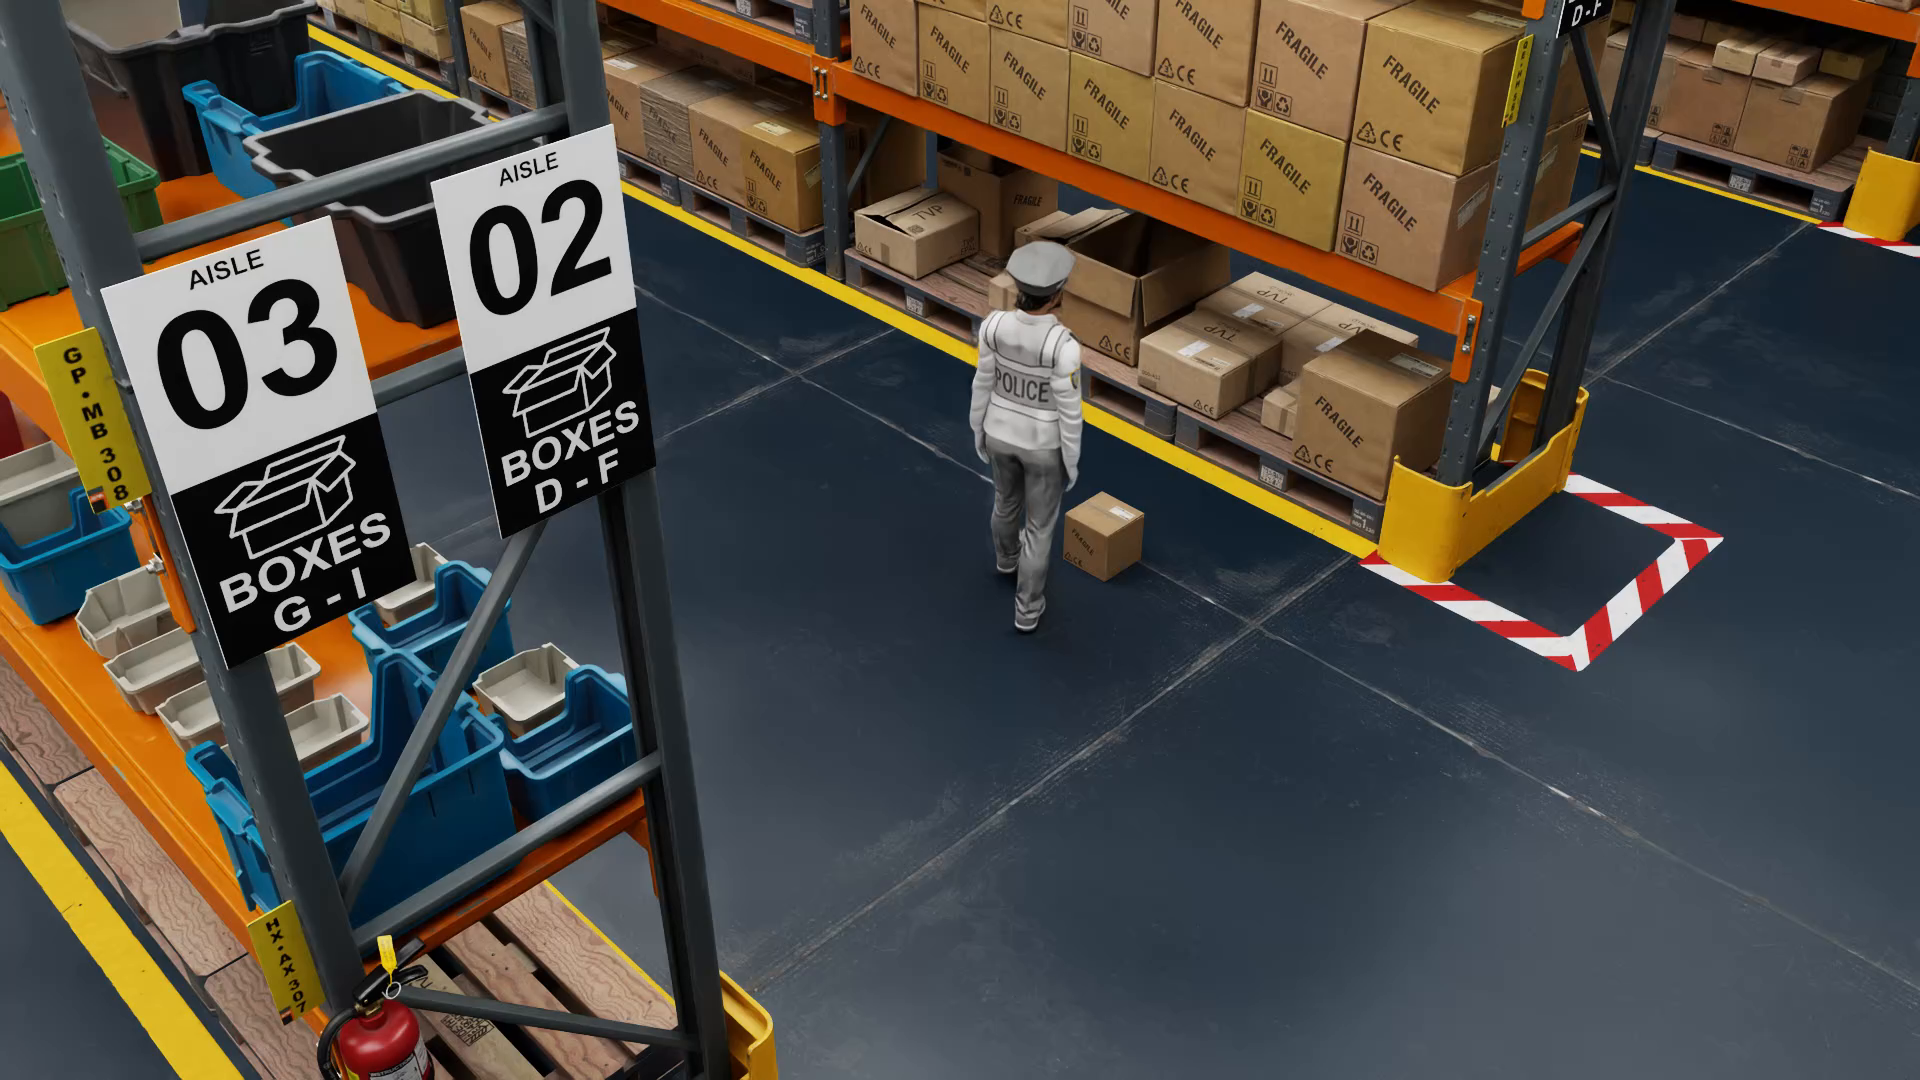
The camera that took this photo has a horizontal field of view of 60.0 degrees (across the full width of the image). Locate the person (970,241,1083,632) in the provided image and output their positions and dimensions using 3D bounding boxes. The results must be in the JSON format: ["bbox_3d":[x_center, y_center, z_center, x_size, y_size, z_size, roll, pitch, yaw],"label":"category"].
[{"bbox_3d":[0.331,-0.457,6.763,0.502,1.671,0.589,19,40,24],"label":"person"}]
